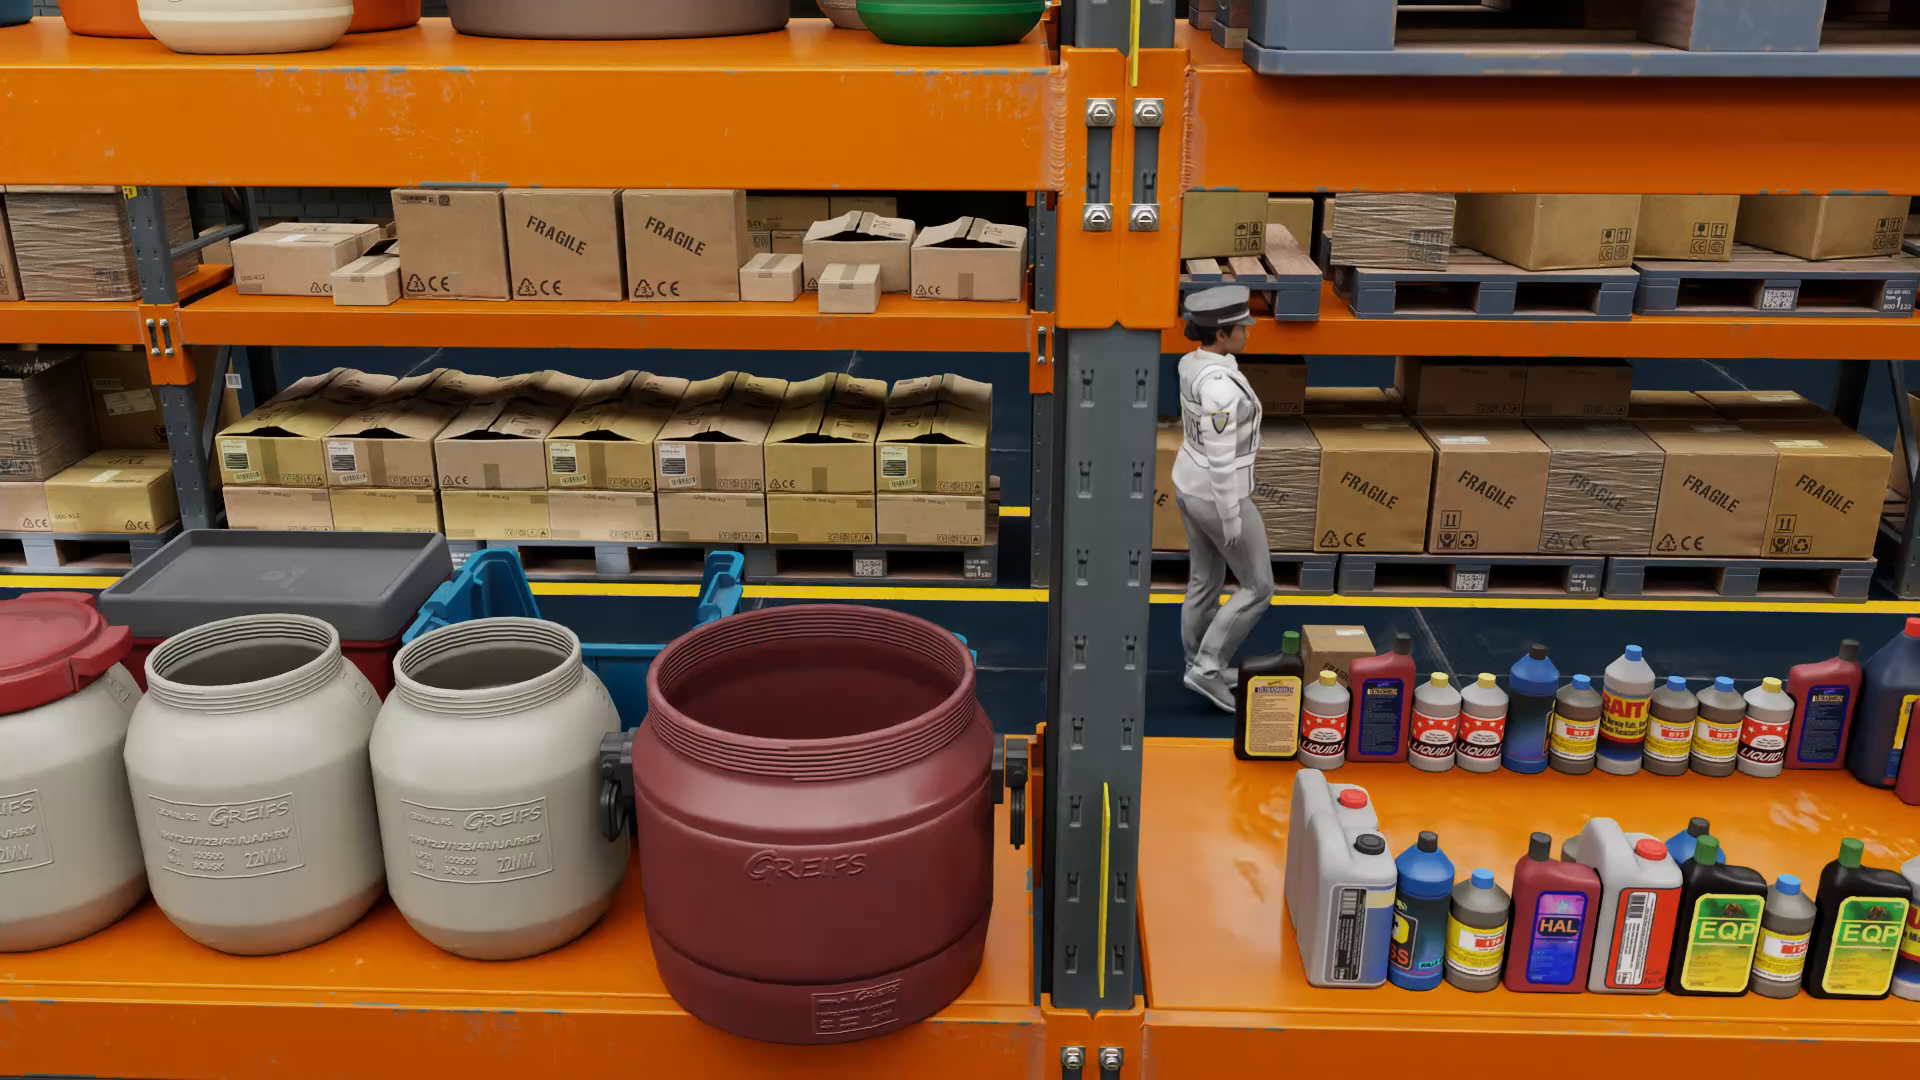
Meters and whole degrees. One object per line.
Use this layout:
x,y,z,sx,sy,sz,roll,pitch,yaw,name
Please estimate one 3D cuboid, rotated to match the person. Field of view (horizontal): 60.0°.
1.026,-0.159,6.494,0.375,1.704,0.516,-3,21,-8,person
